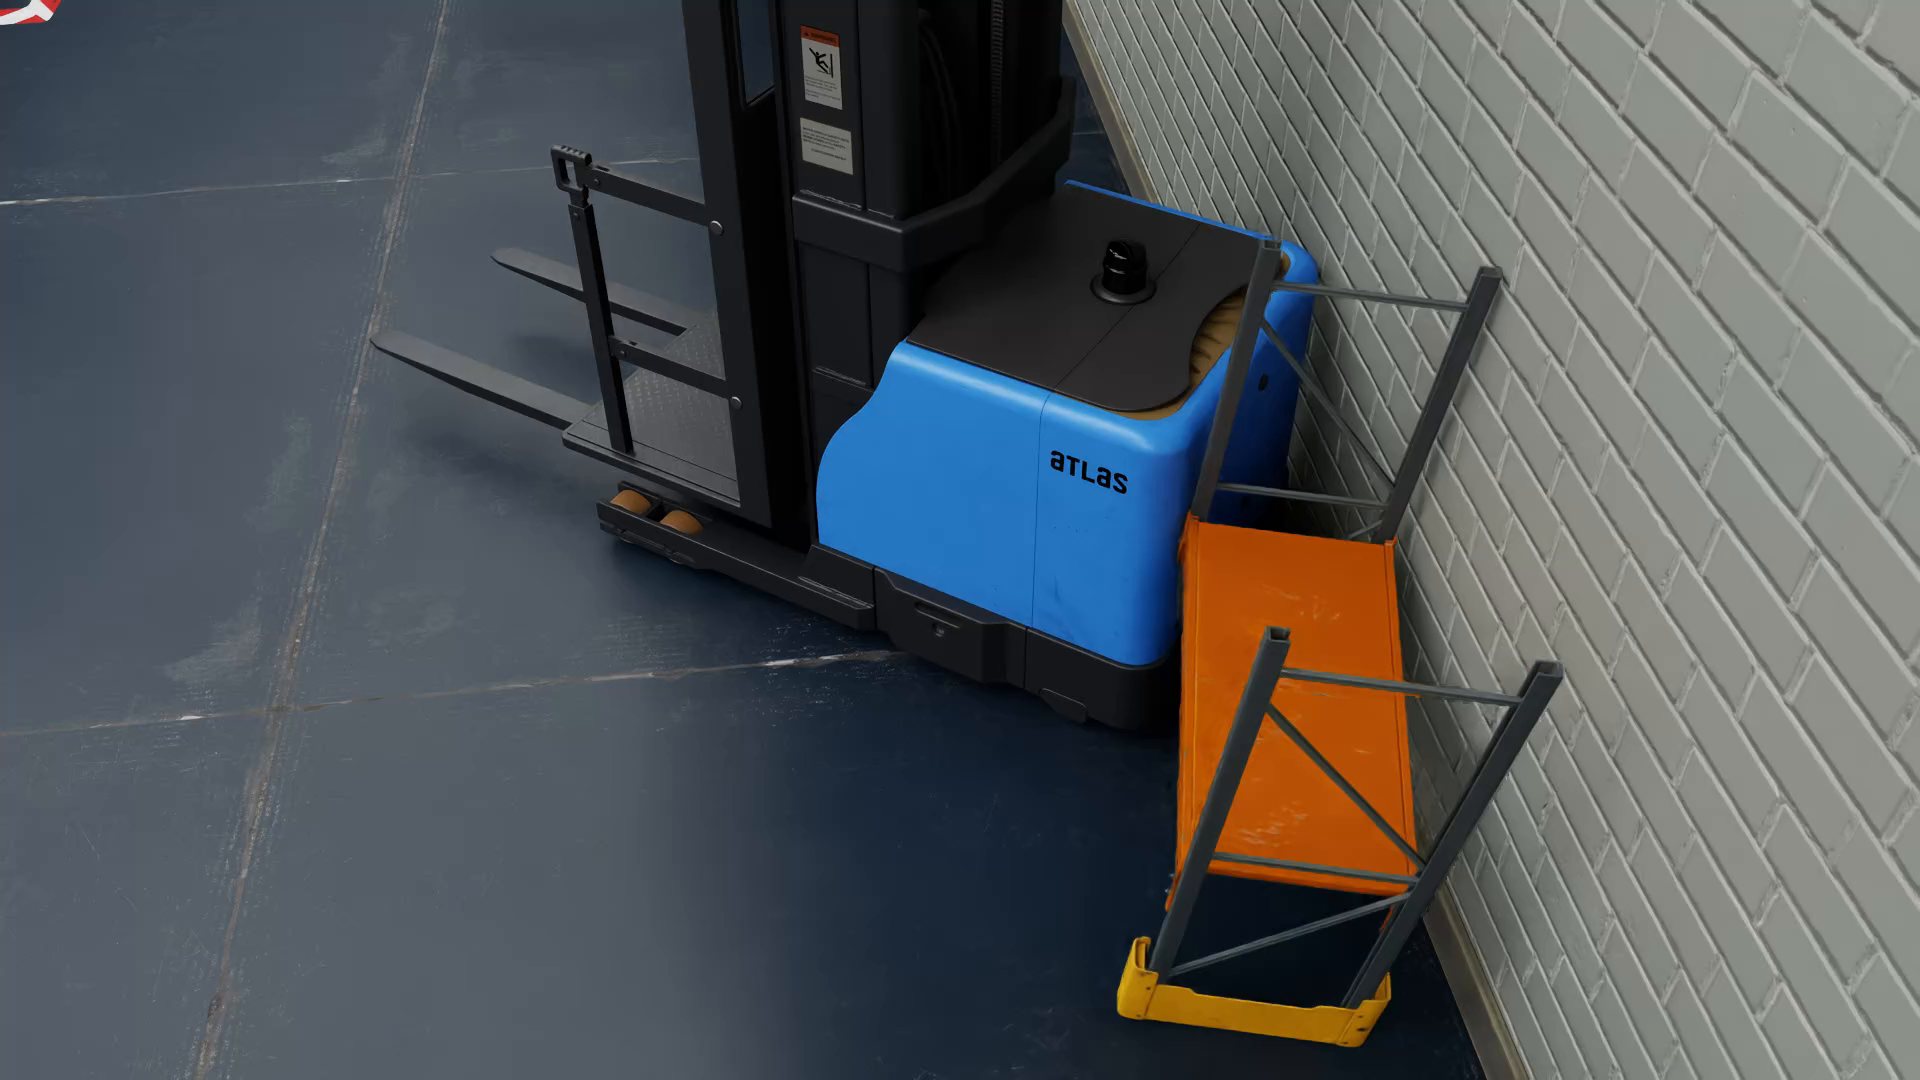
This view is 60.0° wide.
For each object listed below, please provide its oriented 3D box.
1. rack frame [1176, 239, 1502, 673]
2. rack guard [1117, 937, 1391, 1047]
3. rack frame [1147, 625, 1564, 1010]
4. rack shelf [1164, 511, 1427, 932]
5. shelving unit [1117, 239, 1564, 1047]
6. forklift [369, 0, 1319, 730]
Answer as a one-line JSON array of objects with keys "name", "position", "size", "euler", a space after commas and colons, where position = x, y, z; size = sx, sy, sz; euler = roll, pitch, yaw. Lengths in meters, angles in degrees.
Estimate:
[{"name": "rack frame", "position": [0.823, -0.105, 4.022], "size": [0.500, 1.500, 0.032], "euler": [7, 50, 1]}, {"name": "rack guard", "position": [0.674, 1.052, 3.860], "size": [0.587, 0.250, 0.087], "euler": [7, 50, 1]}, {"name": "rack frame", "position": [0.713, 0.667, 3.368], "size": [0.500, 1.500, 0.032], "euler": [7, 50, 1]}, {"name": "rack shelf", "position": [0.756, 0.396, 3.833], "size": [0.538, 0.185, 1.000], "euler": [7, 50, 1]}, {"name": "shelving unit", "position": [0.769, 0.274, 3.701], "size": [0.587, 1.500, 1.083], "euler": [7, 50, 1]}, {"name": "forklift", "position": [-0.542, -1.297, 4.500], "size": [3.031, 2.935, 1.130], "euler": [21, 46, 22]}]
